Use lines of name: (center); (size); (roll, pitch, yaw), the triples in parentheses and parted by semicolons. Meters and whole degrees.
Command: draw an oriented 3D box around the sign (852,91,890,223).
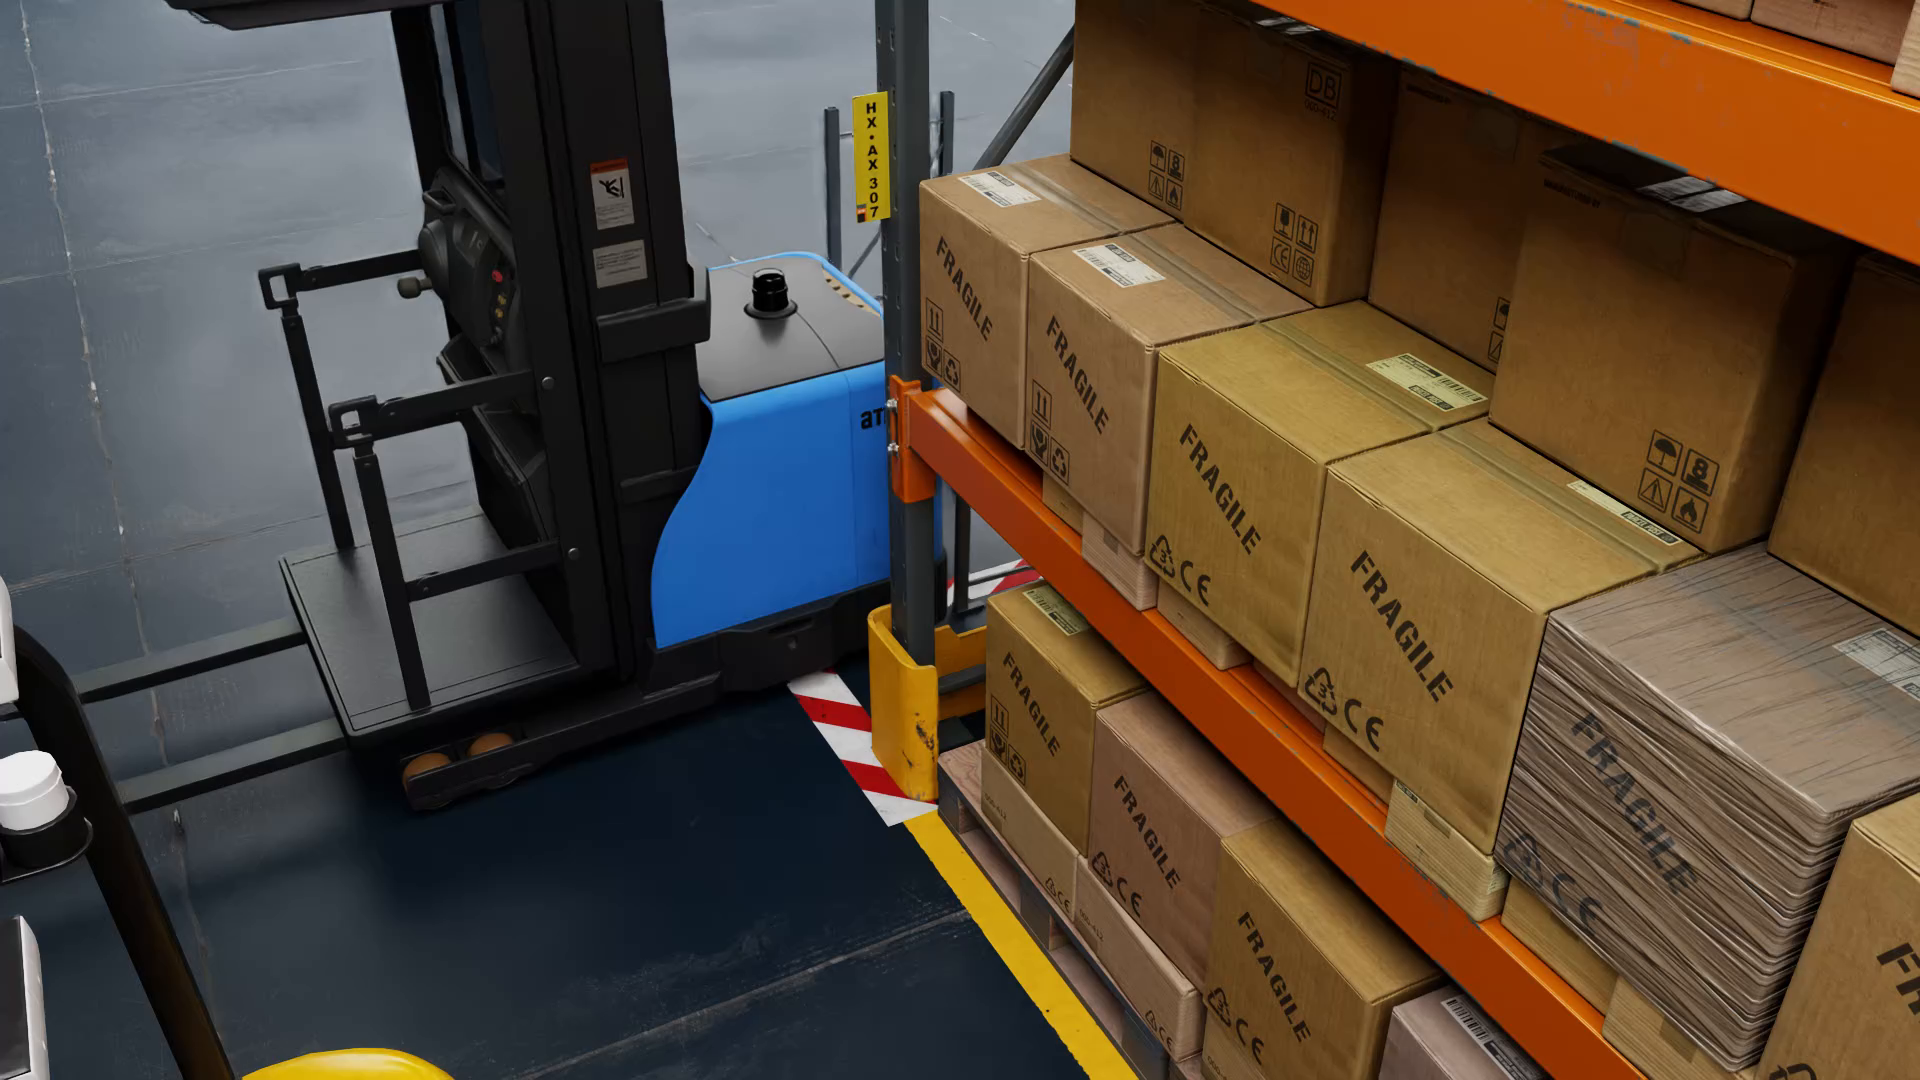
sign: (-0.217, -0.954, 4.156); (0.100, 0.325, 0.005); (-16, 36, -23)

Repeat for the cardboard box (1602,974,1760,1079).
cardboard box: (1.232, 0.728, 2.566); (0.380, 0.149, 0.250); (-16, 36, -24)

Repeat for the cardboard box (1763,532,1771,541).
cardboard box: (1.439, 0.023, 3.065); (0.500, 0.500, 0.500); (-15, 36, -23)

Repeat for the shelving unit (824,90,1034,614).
shelving unit: (-0.022, -0.683, 5.914); (0.538, 1.500, 1.048); (-15, 36, -24)

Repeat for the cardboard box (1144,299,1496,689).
cardboard box: (0.721, -0.108, 3.270); (0.500, 0.500, 0.500); (-17, 36, -24)

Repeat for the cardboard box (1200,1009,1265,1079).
cardboard box: (0.891, 1.212, 3.737); (0.500, 0.250, 0.500); (-13, 35, -20)

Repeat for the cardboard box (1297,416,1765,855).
cardboard box: (0.966, 0.132, 2.894); (0.500, 0.500, 0.500); (-17, 36, -24)

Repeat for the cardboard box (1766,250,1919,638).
cardboard box: (1.685, -0.166, 2.433); (0.700, 0.500, 0.500); (-17, 36, -24)

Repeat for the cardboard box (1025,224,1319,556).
cardboard box: (0.483, -0.351, 3.649); (0.500, 0.500, 0.500); (-15, 35, -22)

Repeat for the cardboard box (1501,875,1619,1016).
cardboard box: (1.139, 0.598, 2.768); (0.380, 0.149, 0.250); (-17, 36, -24)

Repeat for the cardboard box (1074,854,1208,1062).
cardboard box: (0.626, 0.955, 4.138); (0.500, 0.250, 0.500); (-15, 35, -21)

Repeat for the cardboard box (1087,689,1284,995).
cardboard box: (0.653, 0.653, 3.914); (0.500, 0.500, 0.500); (-17, 36, -25)

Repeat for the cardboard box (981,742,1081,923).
cardboard box: (0.394, 0.710, 4.521); (0.500, 0.250, 0.500); (-16, 36, -23)

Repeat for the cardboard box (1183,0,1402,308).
cardboard box: (0.923, -0.882, 3.551); (0.700, 0.500, 0.500); (-16, 36, -23)

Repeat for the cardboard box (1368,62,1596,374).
cardboard box: (1.252, -0.664, 3.211); (0.700, 0.500, 0.500); (-16, 36, -24)

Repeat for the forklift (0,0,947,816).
forklift: (-1.582, -0.753, 4.708); (3.031, 2.935, 1.130); (-17, 36, -24)

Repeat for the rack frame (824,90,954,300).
rack frame: (-0.263, -0.924, 6.291); (0.500, 1.500, 0.032); (-15, 36, -24)

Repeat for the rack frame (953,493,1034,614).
rack frame: (0.219, -0.441, 5.537); (0.500, 1.500, 0.032); (-15, 36, -24)

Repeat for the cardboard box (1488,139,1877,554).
cardboard box: (1.362, -0.391, 2.785); (0.700, 0.500, 0.500); (-16, 36, -23)

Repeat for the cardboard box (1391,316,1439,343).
cardboard box: (1.219, -0.224, 3.450); (0.500, 0.500, 0.500); (-16, 36, -23)

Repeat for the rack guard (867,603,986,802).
rack guard: (0.298, 0.363, 5.220); (1.175, 0.500, 0.348); (-16, 36, -23)

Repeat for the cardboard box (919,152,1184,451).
cardboard box: (0.238, -0.597, 4.034); (0.500, 0.500, 0.500); (-16, 36, -24)

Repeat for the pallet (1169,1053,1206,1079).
pallet: (1.211, 1.463, 3.771); (1.003, 0.211, 1.213); (-16, 36, -23)

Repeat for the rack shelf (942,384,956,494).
rack shelf: (-0.026, -0.530, 6.009); (0.538, 0.185, 1.000); (-15, 36, -24)

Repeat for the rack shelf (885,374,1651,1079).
rack shelf: (1.195, 0.531, 3.307); (1.077, 0.370, 4.000); (-16, 36, -23)

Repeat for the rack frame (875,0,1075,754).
rack frame: (0.263, -0.726, 4.602); (1.000, 3.000, 0.127); (-16, 36, -23)

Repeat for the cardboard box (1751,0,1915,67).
cardboard box: (1.197, -0.688, 1.995); (0.380, 0.149, 0.250); (-15, 36, -22)

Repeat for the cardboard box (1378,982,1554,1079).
cardboard box: (1.137, 1.148, 3.142); (0.500, 0.500, 0.500); (-14, 35, -21)

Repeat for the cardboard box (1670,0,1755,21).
cardboard box: (1.074, -0.810, 2.186); (0.380, 0.149, 0.250); (-16, 36, -24)

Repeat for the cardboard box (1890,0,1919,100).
cardboard box: (1.244, -0.543, 1.769); (0.380, 0.149, 0.250); (-15, 36, -22)

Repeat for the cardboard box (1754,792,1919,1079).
cardboard box: (1.455, 0.622, 2.130); (0.500, 0.500, 0.500); (-15, 35, -22)

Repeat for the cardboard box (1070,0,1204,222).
cardboard box: (0.694, -1.125, 3.931); (0.700, 0.500, 0.500); (-17, 36, -24)

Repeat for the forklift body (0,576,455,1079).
forklift body: (-1.629, 1.328, 2.184); (2.313, 2.155, 1.214); (-16, 36, -23)

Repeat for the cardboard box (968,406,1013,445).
cardboard box: (0.238, -0.406, 4.336); (0.380, 0.149, 0.250); (-16, 36, -23)

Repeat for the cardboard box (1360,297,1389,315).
cardboard box: (0.989, -0.463, 3.824); (0.500, 0.500, 0.500); (-16, 36, -23)

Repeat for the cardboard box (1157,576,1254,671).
cardboard box: (0.648, 0.106, 3.537); (0.380, 0.149, 0.250); (-15, 36, -22)

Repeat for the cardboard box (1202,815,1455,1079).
cardboard box: (0.880, 0.895, 3.537); (0.500, 0.500, 0.500); (-15, 36, -22)

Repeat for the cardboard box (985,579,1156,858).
cardboard box: (0.406, 0.405, 4.302); (0.500, 0.500, 0.500); (-17, 36, -25)

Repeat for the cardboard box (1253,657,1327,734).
cardboard box: (0.825, 0.217, 3.364); (0.380, 0.149, 0.250); (-15, 35, -22)

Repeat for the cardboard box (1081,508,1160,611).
cardboard box: (0.498, -0.009, 3.717); (0.380, 0.149, 0.250); (-15, 36, -22)

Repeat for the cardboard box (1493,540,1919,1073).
cardboard box: (1.209, 0.376, 2.514); (0.500, 0.500, 0.500); (-15, 36, -22)

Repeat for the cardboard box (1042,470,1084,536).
cardboard box: (0.420, -0.142, 3.924); (0.380, 0.149, 0.250); (-17, 36, -25)

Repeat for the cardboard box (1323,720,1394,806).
cardboard box: (0.921, 0.350, 3.156); (0.380, 0.149, 0.250); (-17, 36, -24)

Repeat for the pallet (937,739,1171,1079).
pallet: (0.646, 0.881, 4.679); (1.003, 0.211, 1.213); (-16, 36, -23)

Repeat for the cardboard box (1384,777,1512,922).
cardboard box: (0.987, 0.485, 2.946); (0.380, 0.149, 0.250); (-16, 36, -23)
